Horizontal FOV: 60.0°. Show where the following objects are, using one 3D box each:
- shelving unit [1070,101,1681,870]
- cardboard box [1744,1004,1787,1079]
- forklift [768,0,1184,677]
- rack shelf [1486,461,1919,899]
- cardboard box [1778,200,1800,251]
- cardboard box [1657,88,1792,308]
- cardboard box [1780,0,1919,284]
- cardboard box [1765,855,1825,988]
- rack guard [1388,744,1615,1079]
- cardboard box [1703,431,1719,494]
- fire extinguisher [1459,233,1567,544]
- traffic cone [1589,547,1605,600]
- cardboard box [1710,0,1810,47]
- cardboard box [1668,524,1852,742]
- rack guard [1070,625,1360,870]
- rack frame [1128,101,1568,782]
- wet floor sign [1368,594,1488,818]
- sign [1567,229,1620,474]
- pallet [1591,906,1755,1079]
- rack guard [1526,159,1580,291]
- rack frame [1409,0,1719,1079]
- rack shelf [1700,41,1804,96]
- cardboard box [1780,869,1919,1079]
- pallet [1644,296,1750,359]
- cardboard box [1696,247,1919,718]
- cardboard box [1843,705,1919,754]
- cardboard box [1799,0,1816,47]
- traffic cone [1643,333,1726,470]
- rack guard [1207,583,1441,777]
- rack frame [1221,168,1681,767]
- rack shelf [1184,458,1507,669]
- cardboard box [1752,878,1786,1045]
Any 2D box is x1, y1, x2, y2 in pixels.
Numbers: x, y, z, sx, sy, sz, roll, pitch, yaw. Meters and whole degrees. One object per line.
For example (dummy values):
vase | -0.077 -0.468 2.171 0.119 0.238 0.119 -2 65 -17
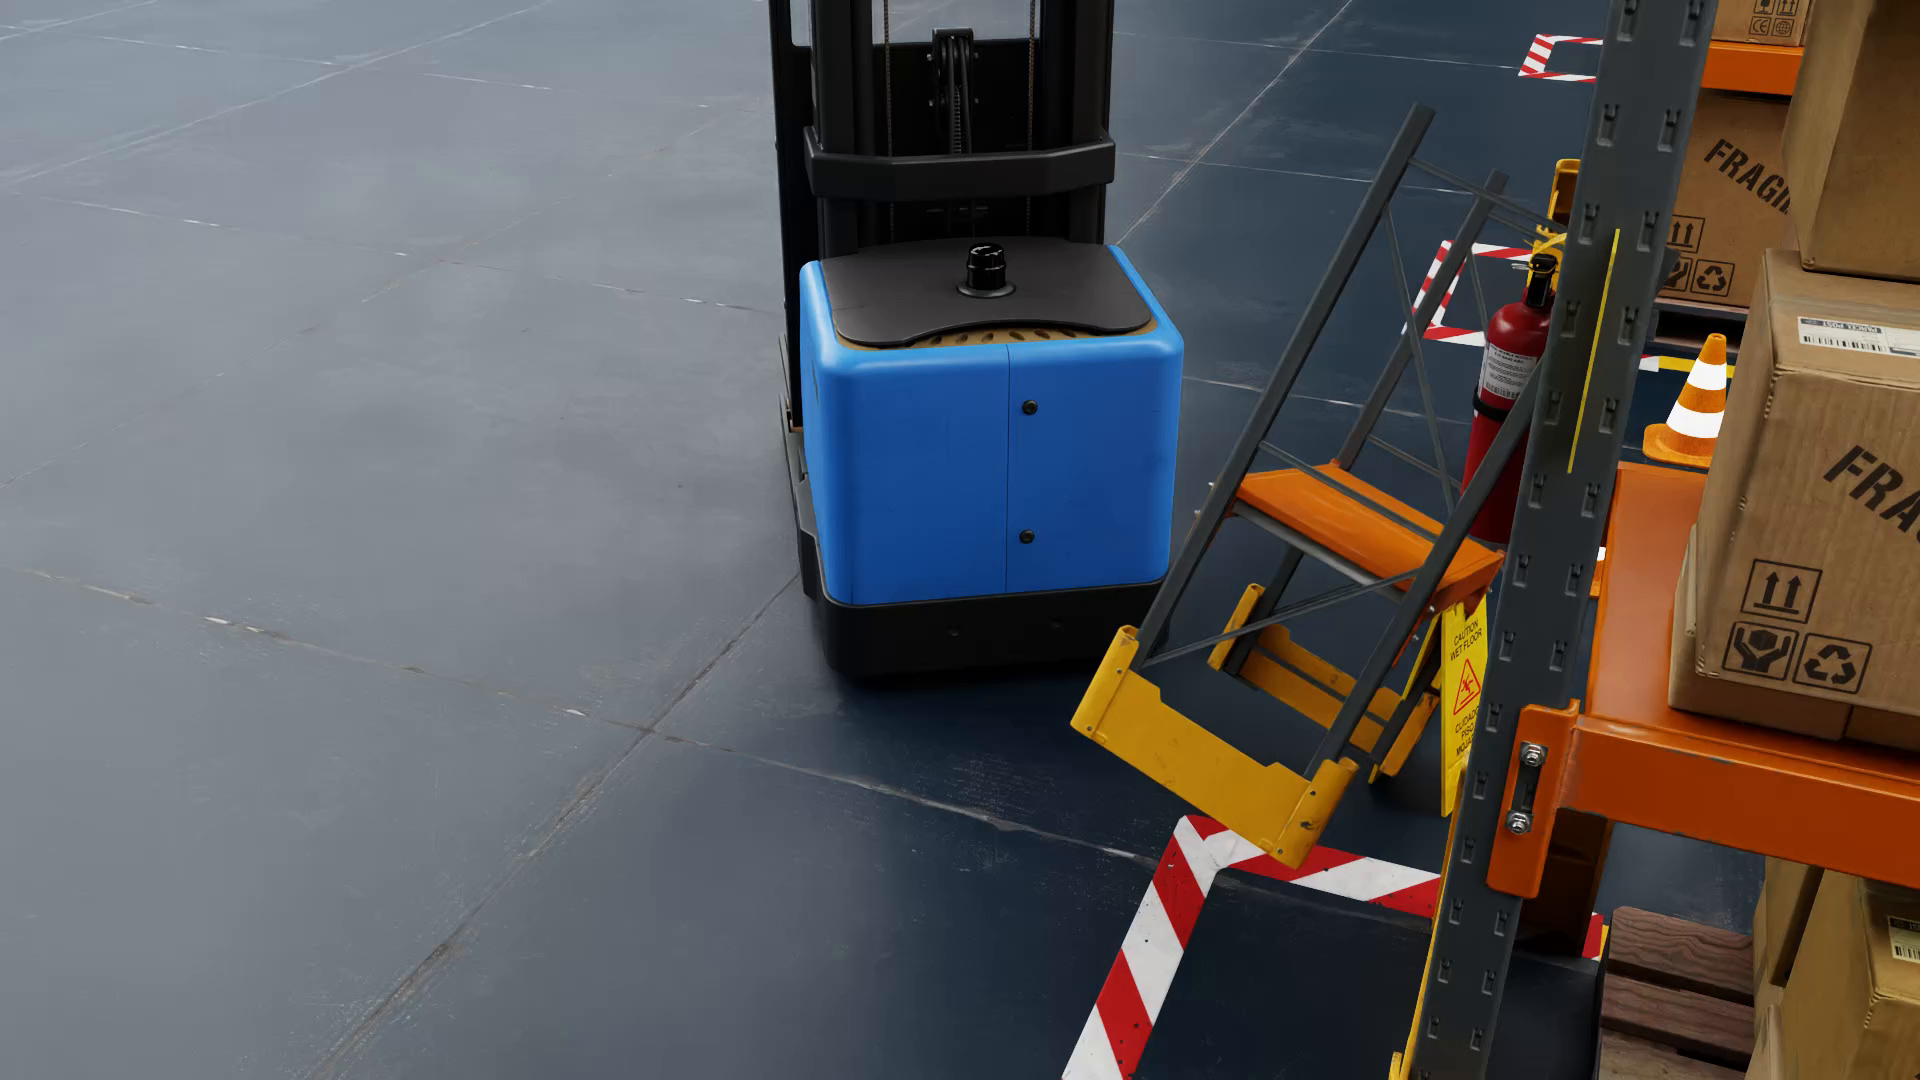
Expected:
shelving unit | 1.022 -0.134 3.885 0.587 1.500 1.083 32 17 21
cardboard box | 1.713 1.163 3.011 0.500 0.250 0.500 11 31 19
forklift | -0.094 -1.579 5.564 1.130 2.935 3.031 -4 30 -8
rack shelf | 2.923 0.557 2.447 4.000 0.370 1.077 11 31 19
cardboard box | 1.676 -0.324 2.871 0.500 0.500 0.500 11 31 18
cardboard box | 3.490 -1.564 7.202 0.875 0.875 0.875 11 31 19
cardboard box | 1.625 -0.739 2.590 0.500 0.500 0.700 11 31 18
cardboard box | 1.910 0.591 3.262 0.500 0.500 0.500 11 31 19
rack guard | 1.140 0.976 3.515 0.348 0.500 1.175 11 31 19
cardboard box | 1.497 -0.045 3.037 0.250 0.149 0.380 12 32 21
fire extinguisher | 1.137 -0.324 3.353 0.183 0.674 0.296 11 31 19
traffic cone | 2.055 -0.099 5.455 0.334 0.463 0.336 11 31 19
cardboard box | 3.198 -2.419 6.829 0.550 0.550 0.875 11 31 19
cardboard box | 1.307 0.141 2.708 0.250 0.149 0.380 11 31 19
rack guard | 0.543 0.444 3.609 0.587 0.250 0.087 32 17 21
rack frame | 0.795 -0.097 3.422 0.500 1.500 0.032 32 17 21
wet floor sign | 1.296 0.376 4.429 0.232 0.644 0.267 24 37 36
sign | 0.866 -0.256 2.274 0.005 0.325 0.100 11 31 19
pallet | 1.880 1.268 3.292 1.213 0.211 1.003 11 31 19
rack guard | 2.815 -1.318 7.574 0.348 0.500 1.175 11 31 19
rack frame | 1.070 -0.126 2.925 0.127 3.000 1.000 11 31 19
rack shelf | 4.690 -1.719 6.473 4.000 0.370 1.077 11 31 19
cardboard box | 1.735 0.841 2.819 0.500 0.500 0.500 10 31 17
pallet | 3.607 -1.076 7.438 1.213 0.211 1.003 11 31 19
cardboard box | 1.404 -0.085 2.448 0.500 0.500 0.500 11 31 18
cardboard box | 1.546 0.181 2.637 0.250 0.149 0.380 12 32 20
cardboard box | 3.716 -2.327 6.667 0.550 0.550 0.875 11 31 19
traffic cone | 2.795 -0.552 6.256 0.334 0.463 0.336 11 31 19
rack guard | 0.981 0.374 4.501 0.587 0.250 0.087 32 17 21
rack frame | 1.242 -0.169 4.332 0.500 1.500 0.032 32 17 21
rack shelf | 0.943 0.023 3.926 0.538 0.185 1.000 32 17 21
cardboard box | 1.942 0.919 3.443 0.500 0.250 0.500 11 31 19
